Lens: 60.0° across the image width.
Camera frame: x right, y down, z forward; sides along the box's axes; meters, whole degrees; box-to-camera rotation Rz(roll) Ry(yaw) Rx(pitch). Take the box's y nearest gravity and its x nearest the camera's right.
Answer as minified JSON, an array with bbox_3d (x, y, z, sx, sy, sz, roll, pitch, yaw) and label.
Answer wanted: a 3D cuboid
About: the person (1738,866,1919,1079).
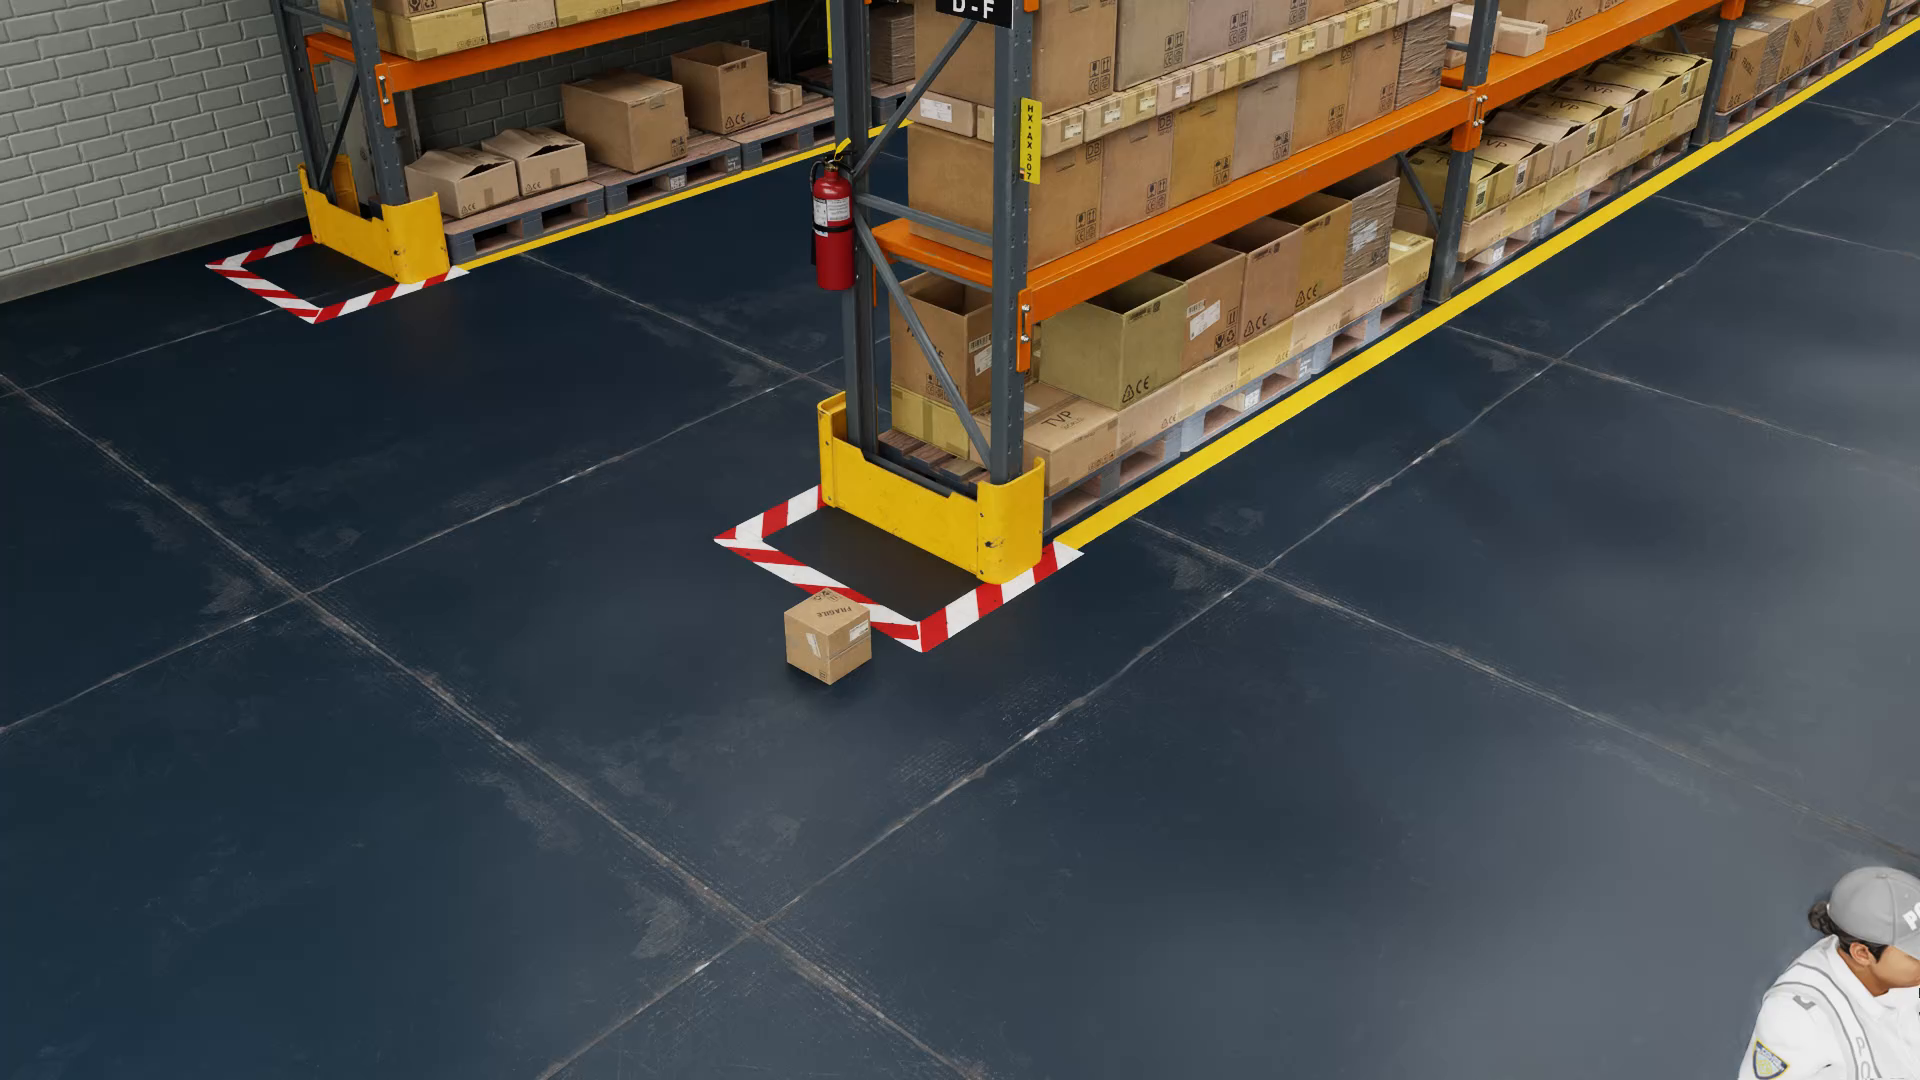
[{"bbox_3d":[1.961,1.452,3.805,0.511,1.737,0.514,-21,37,-30],"label":"person"}]
